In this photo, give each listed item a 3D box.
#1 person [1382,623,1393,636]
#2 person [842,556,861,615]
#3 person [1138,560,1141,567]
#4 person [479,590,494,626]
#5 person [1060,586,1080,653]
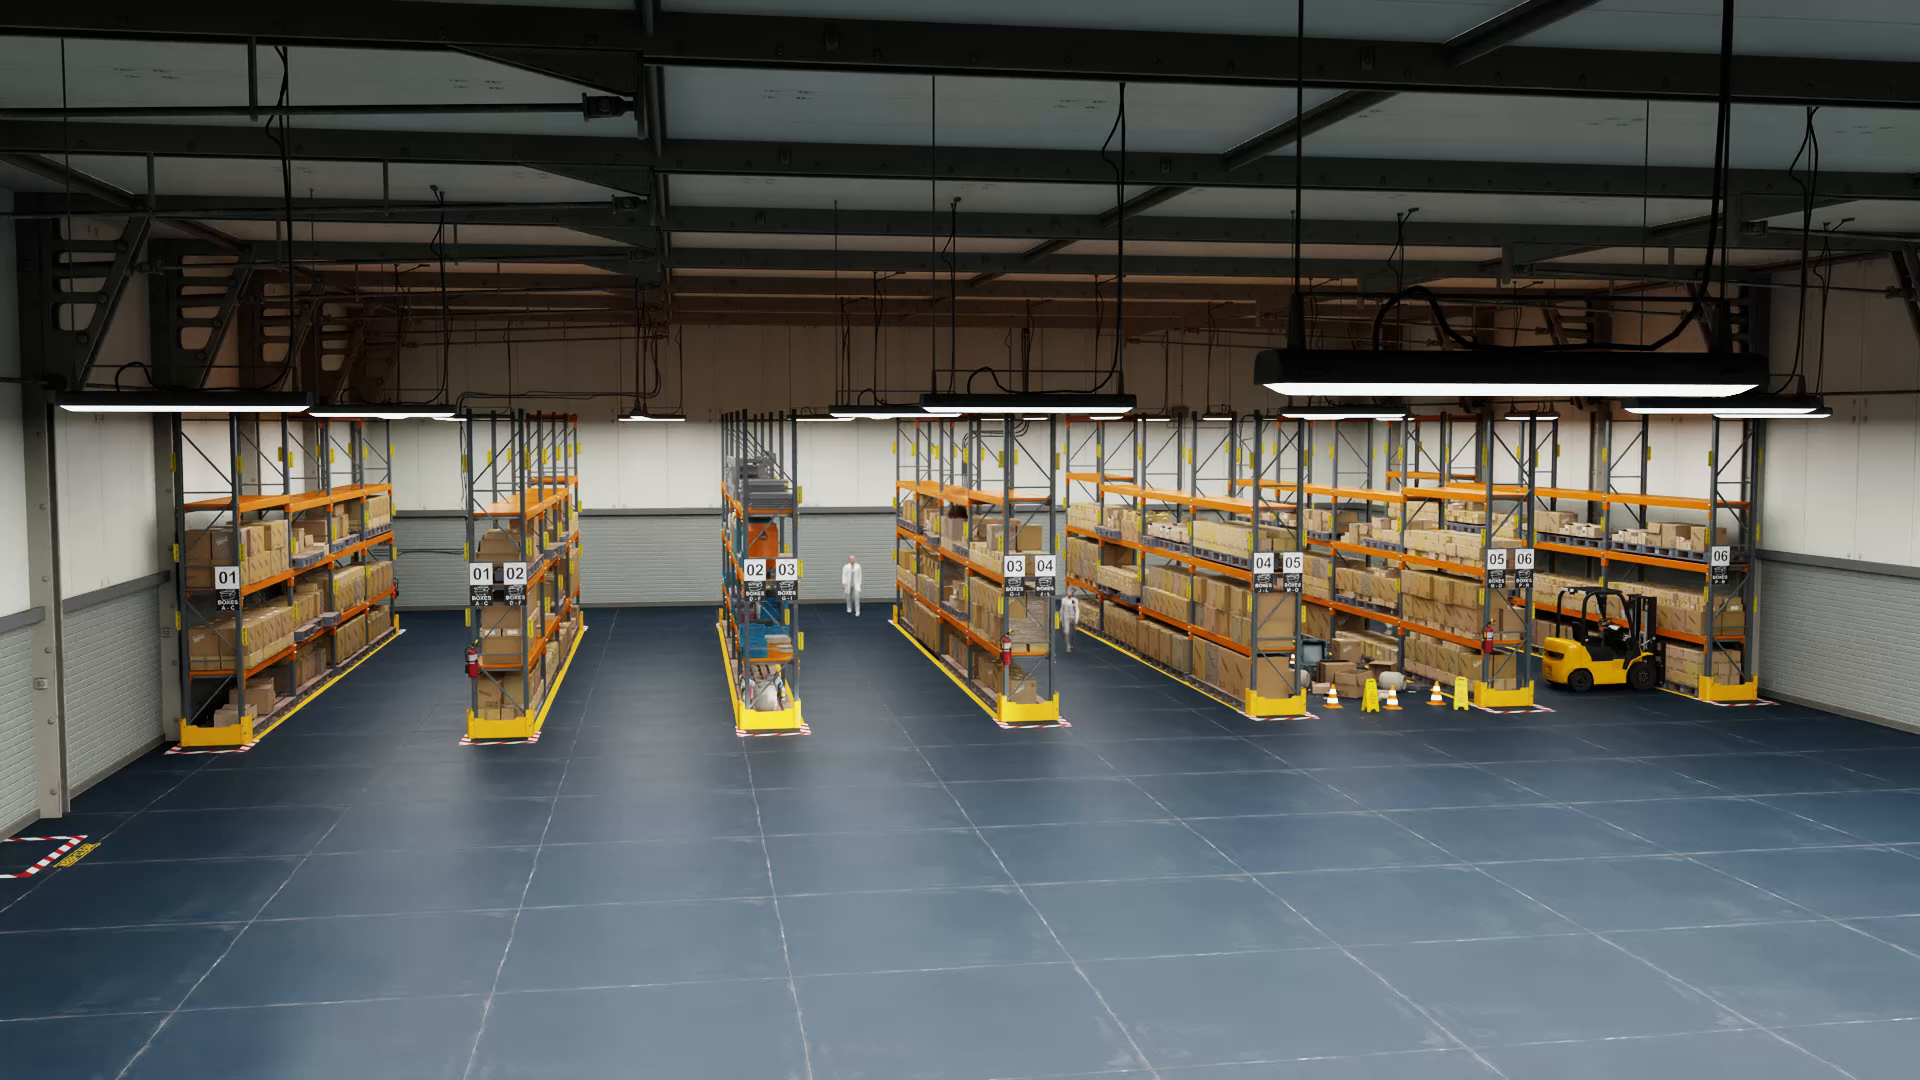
[{"bbox_3d":[11.569,1.704,44.926,0.428,1.793,0.608,1,4,9],"label":"person"},{"bbox_3d":[-3.242,1.348,49.964,0.600,1.740,1.018,-1,4,-8],"label":"person"},{"bbox_3d":[5.313,1.454,48.906,0.368,1.723,0.582,-2,4,-24],"label":"person"},{"bbox_3d":[-13.580,1.583,47.587,0.692,1.849,0.753,-1,4,-9],"label":"person"},{"bbox_3d":[2.763,1.971,41.737,0.457,1.627,0.964,-1,4,-7],"label":"person"}]
